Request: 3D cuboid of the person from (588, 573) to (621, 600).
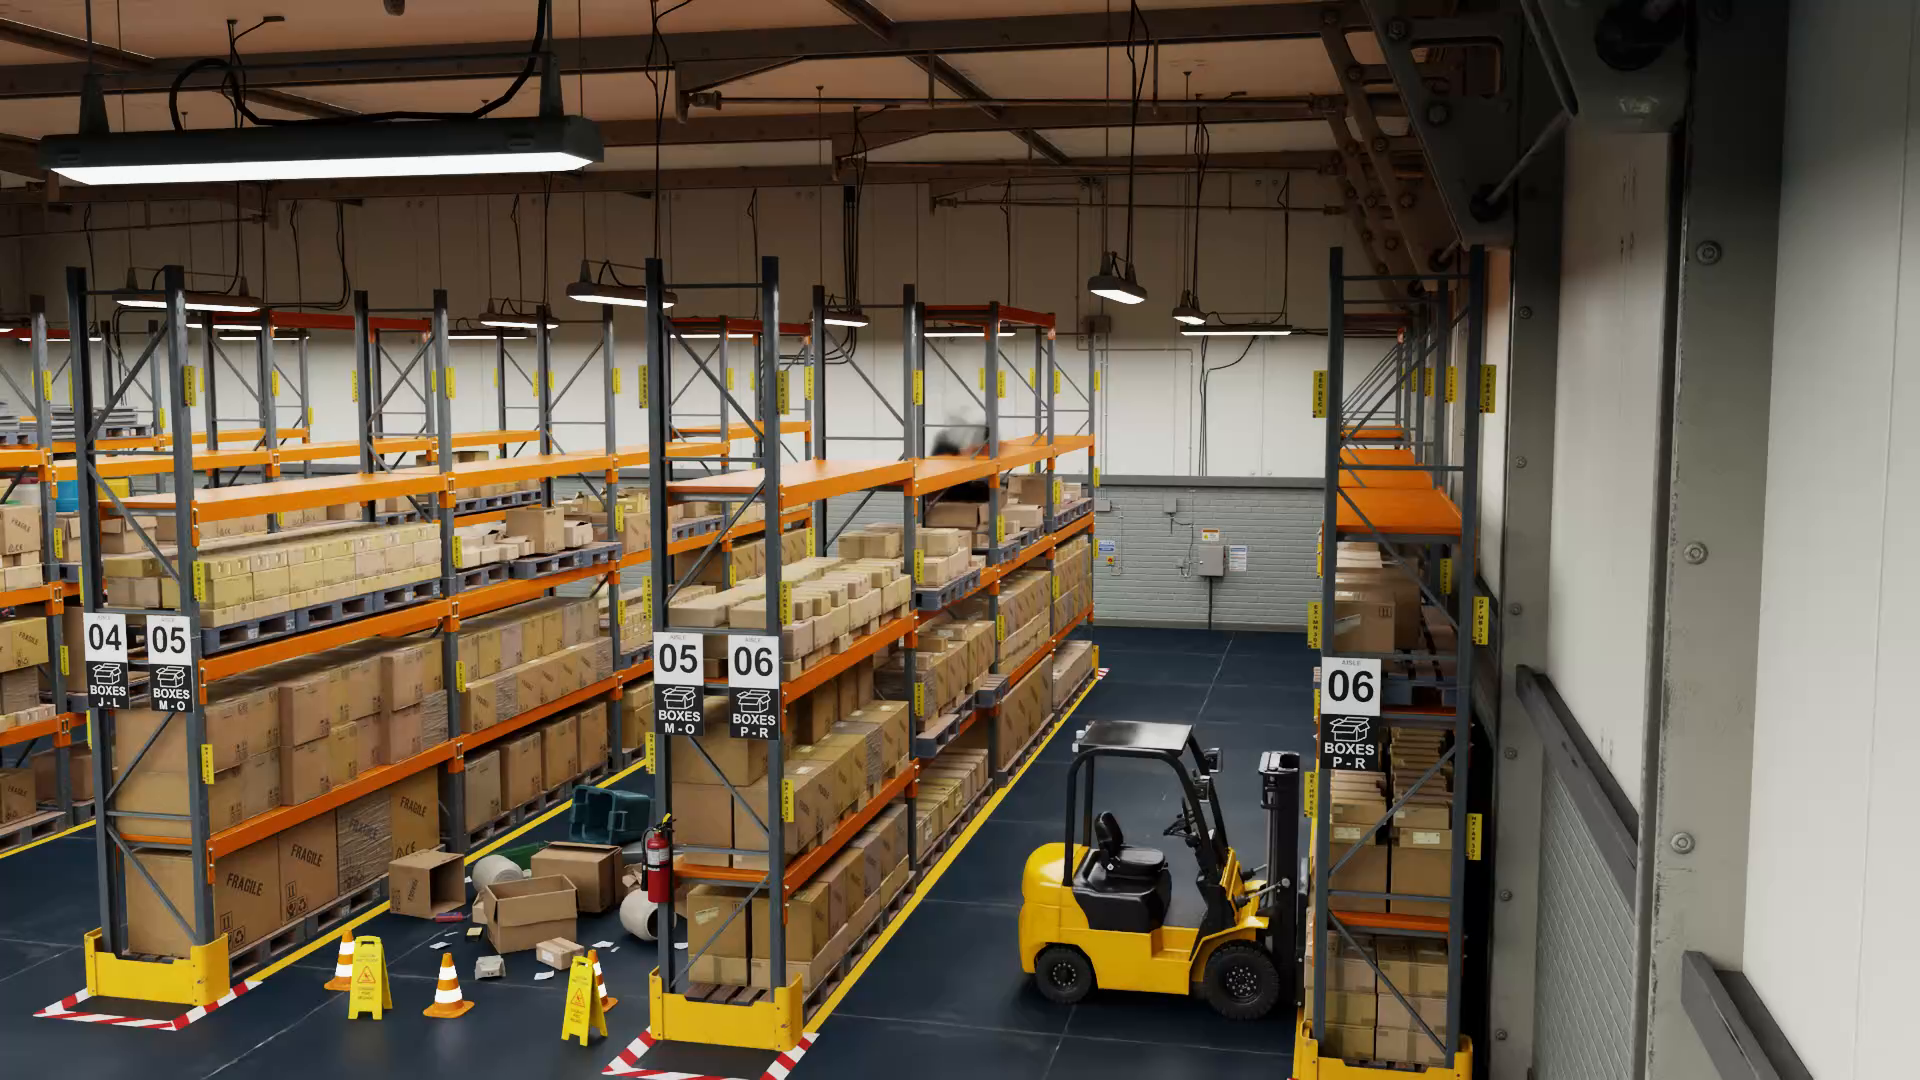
[{"bbox_3d":[-6.364,1.342,29.728,0.636,1.628,0.793,0,6,0],"label":"person"}]
